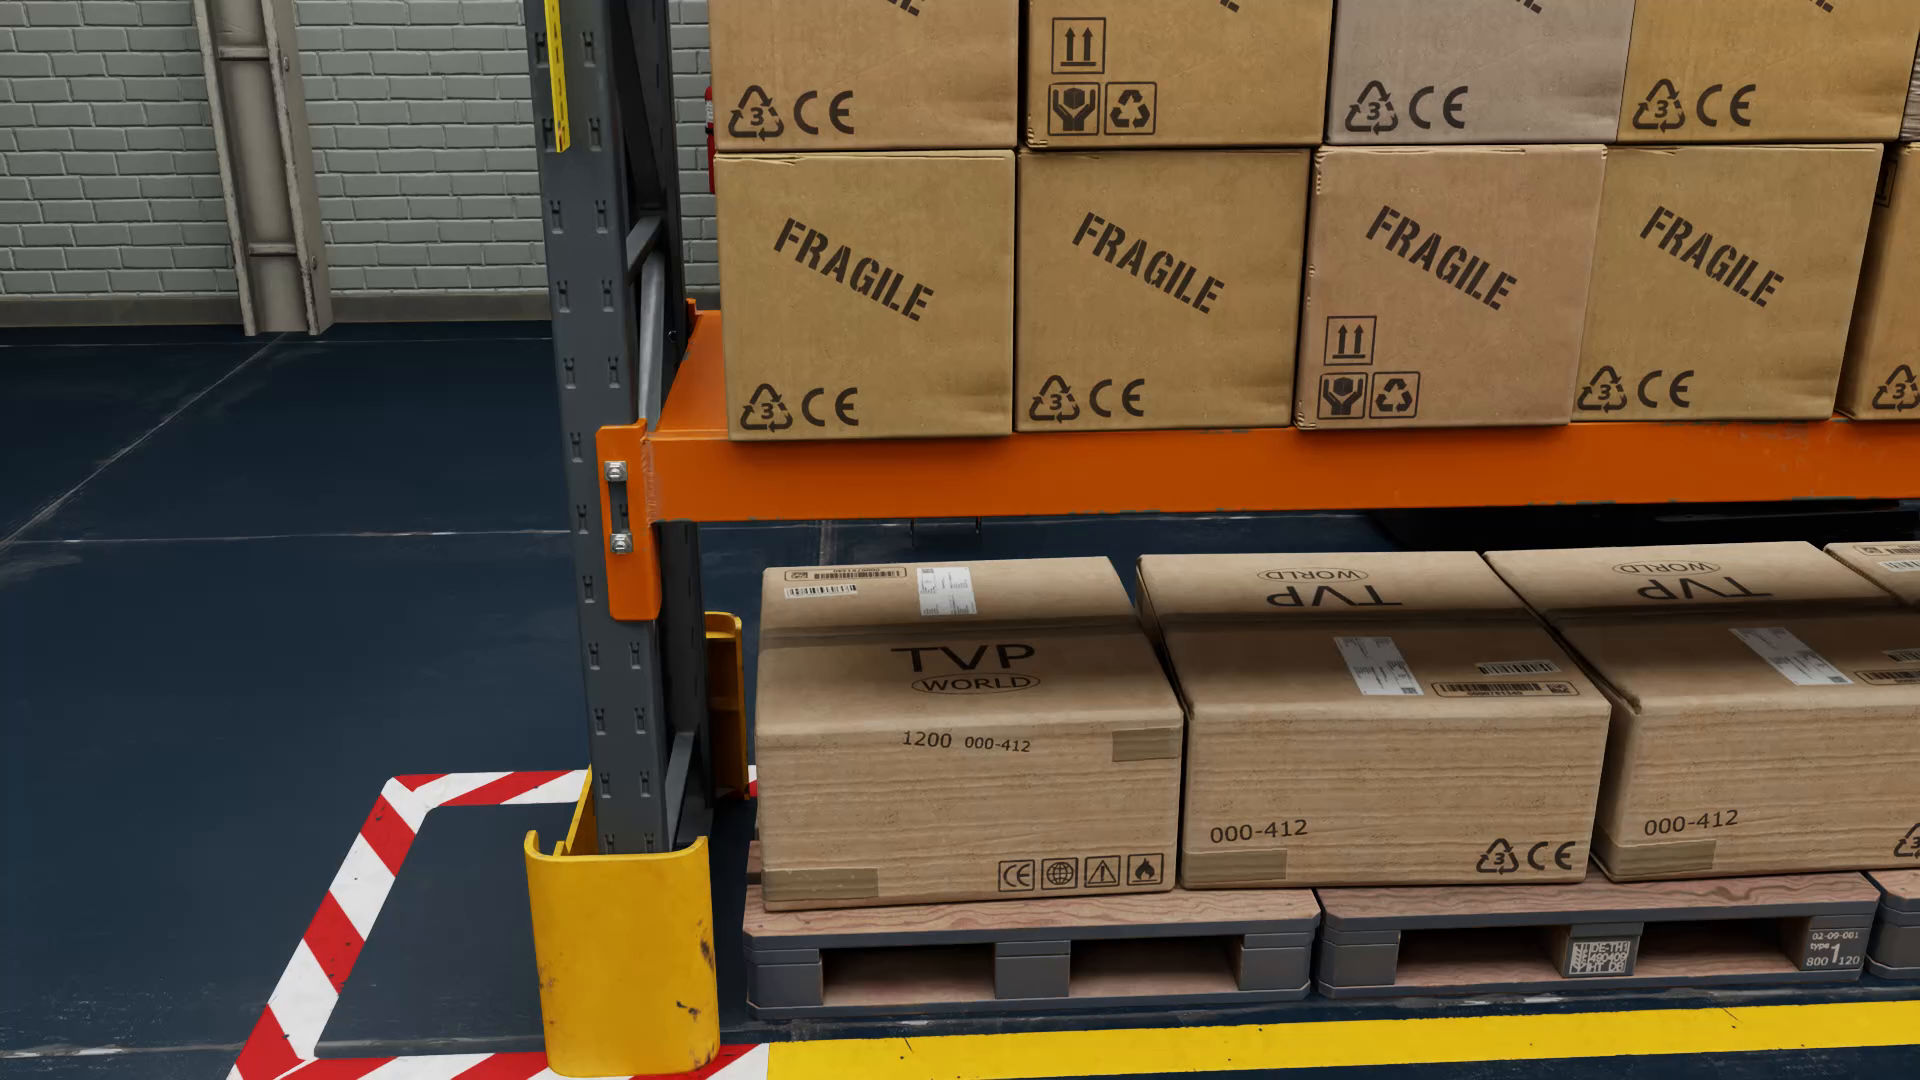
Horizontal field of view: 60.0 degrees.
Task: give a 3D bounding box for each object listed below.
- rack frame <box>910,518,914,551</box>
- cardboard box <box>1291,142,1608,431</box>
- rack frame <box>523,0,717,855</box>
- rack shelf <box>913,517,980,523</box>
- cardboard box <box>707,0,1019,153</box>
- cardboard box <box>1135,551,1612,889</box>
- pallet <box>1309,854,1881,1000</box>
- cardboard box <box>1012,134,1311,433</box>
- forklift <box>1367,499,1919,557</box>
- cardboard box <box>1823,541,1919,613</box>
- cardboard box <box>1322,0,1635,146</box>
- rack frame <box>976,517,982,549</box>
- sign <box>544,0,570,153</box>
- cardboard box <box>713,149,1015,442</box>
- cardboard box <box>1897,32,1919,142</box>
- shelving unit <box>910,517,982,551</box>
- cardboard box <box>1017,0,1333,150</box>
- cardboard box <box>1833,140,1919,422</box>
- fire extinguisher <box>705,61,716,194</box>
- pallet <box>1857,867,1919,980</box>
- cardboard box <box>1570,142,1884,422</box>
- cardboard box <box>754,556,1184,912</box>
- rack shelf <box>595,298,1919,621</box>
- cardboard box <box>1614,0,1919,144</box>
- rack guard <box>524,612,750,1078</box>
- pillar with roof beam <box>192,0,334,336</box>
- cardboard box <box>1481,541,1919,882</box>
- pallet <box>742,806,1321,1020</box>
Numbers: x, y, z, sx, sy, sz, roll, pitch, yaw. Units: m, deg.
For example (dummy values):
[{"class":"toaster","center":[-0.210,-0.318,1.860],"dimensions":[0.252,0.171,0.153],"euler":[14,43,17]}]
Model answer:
[{"class":"rack frame","center":[-0.175,-0.487,5.925],"dimensions":[0.008,1.050,0.200],"euler":[-1,21,-3]},{"class":"cardboard box","center":[0.839,-0.521,3.132],"dimensions":[0.500,0.500,0.500],"euler":[-1,21,-3]},{"class":"rack frame","center":[-0.669,-0.542,3.329],"dimensions":[0.127,3.000,1.000],"euler":[-1,21,-3]},{"class":"rack shelf","center":[-0.053,-0.220,6.034],"dimensions":[0.240,0.259,0.215],"euler":[-1,21,-3]},{"class":"cardboard box","center":[-0.174,-0.965,2.893],"dimensions":[0.500,0.500,0.500],"euler":[-2,21,-4]},{"class":"cardboard box","center":[0.897,0.389,3.895],"dimensions":[0.875,0.438,0.875],"euler":[-1,21,-2]},{"class":"pallet","center":[1.340,0.693,4.003],"dimensions":[1.213,0.211,1.003],"euler":[-1,21,-3]},{"class":"cardboard box","center":[0.330,-0.517,3.122],"dimensions":[0.500,0.500,0.500],"euler":[-1,21,-4]},{"class":"forklift","center":[3.016,-1.509,5.964],"dimensions":[3.031,2.935,1.130],"euler":[-3,21,-7]},{"class":"cardboard box","center":[2.692,0.352,3.990],"dimensions":[0.875,0.438,0.875],"euler":[-1,21,-4]},{"class":"cardboard box","center":[0.855,-0.991,2.962],"dimensions":[0.500,0.500,0.500],"euler":[-1,21,-3]},{"class":"rack frame","center":[0.068,-0.492,5.938],"dimensions":[0.008,1.050,0.200],"euler":[-1,21,-3]},{"class":"sign","center":[-0.643,-0.786,2.643],"dimensions":[0.005,0.325,0.100],"euler":[-1,21,-3]},{"class":"cardboard box","center":[-0.173,-0.497,3.069],"dimensions":[0.500,0.500,0.500],"euler":[-1,21,-3]},{"class":"cardboard box","center":[1.854,-1.009,3.009],"dimensions":[0.500,0.500,0.500],"euler":[-1,21,-2]},{"class":"shelving unit","center":[-0.053,-0.490,5.931],"dimensions":[0.252,1.050,0.215],"euler":[-1,21,-3]},{"class":"cardboard box","center":[0.342,-0.978,2.927],"dimensions":[0.500,0.500,0.500],"euler":[-2,21,-5]},{"class":"cardboard box","center":[1.862,-0.542,3.188],"dimensions":[0.500,0.500,0.500],"euler":[-1,21,-4]},{"class":"fire extinguisher","center":[-1.077,-1.928,7.601],"dimensions":[0.183,0.674,0.296],"euler":[-1,21,-3]},{"class":"pallet","center":[2.561,0.668,4.071],"dimensions":[1.213,0.211,1.003],"euler":[-1,21,-3]},{"class":"cardboard box","center":[1.338,-0.537,3.175],"dimensions":[0.500,0.500,0.500],"euler":[0,21,-1]},{"class":"cardboard box","center":[-0.016,0.410,3.839],"dimensions":[0.875,0.438,0.875],"euler":[-2,21,-5]},{"class":"rack shelf","center":[1.328,-0.247,3.564],"dimensions":[4.000,0.370,1.077],"euler":[-1,21,-3]},{"class":"cardboard box","center":[1.353,-1.001,2.989],"dimensions":[0.500,0.500,0.500],"euler":[-1,21,-3]},{"class":"rack guard","center":[-0.693,0.627,3.773],"dimensions":[0.348,0.500,1.175],"euler":[-1,21,-3]},{"class":"pillar with roof beam","center":[-3.454,-3.845,3.573],"dimensions":[0.400,9.000,9.100],"euler":[-1,21,-3]},{"class":"cardboard box","center":[1.798,0.371,3.942],"dimensions":[0.875,0.438,0.875],"euler":[-2,21,-5]},{"class":"pallet","center":[0.125,0.717,3.941],"dimensions":[1.213,0.211,1.003],"euler":[-1,21,-3]}]
